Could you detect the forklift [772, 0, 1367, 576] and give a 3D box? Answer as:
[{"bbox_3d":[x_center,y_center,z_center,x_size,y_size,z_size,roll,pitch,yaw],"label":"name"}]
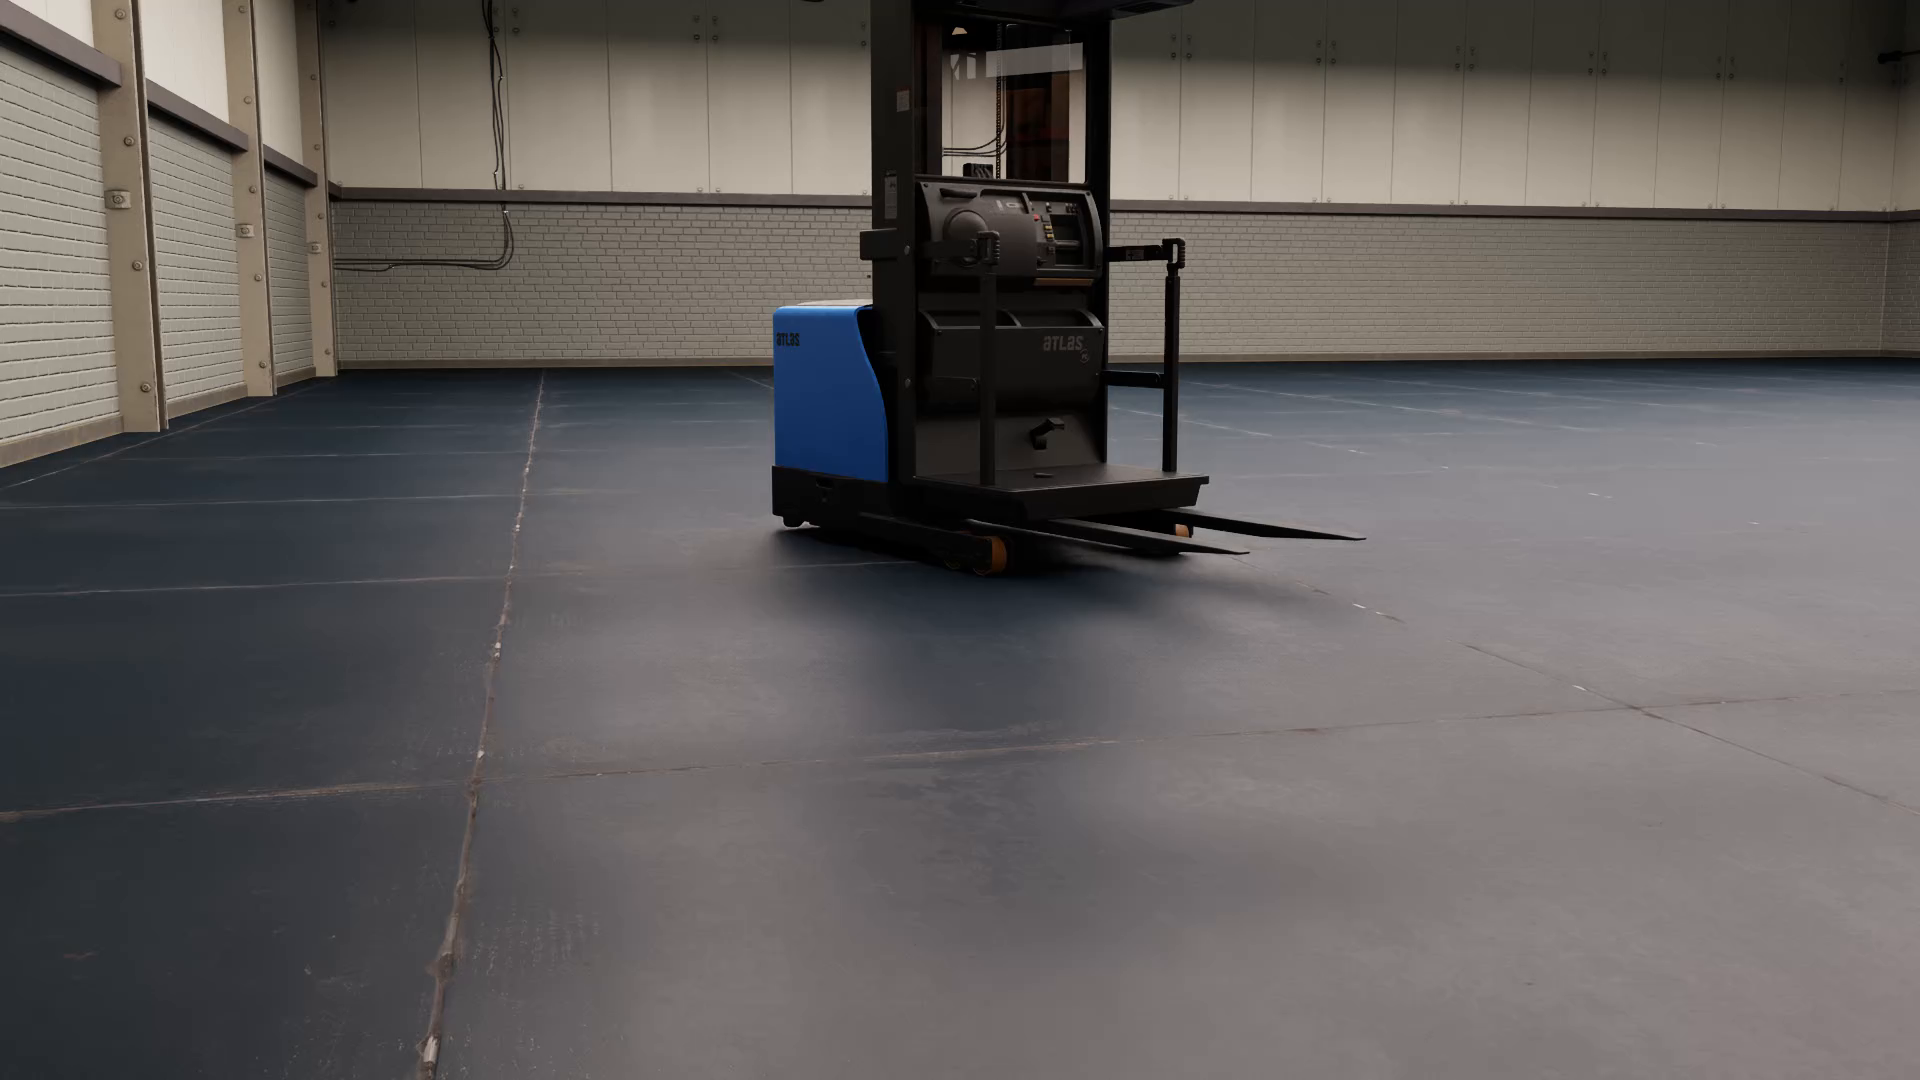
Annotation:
[{"bbox_3d":[0.355,-1.383,7.015,1.130,2.935,3.031,-6,10,-35],"label":"forklift"}]
